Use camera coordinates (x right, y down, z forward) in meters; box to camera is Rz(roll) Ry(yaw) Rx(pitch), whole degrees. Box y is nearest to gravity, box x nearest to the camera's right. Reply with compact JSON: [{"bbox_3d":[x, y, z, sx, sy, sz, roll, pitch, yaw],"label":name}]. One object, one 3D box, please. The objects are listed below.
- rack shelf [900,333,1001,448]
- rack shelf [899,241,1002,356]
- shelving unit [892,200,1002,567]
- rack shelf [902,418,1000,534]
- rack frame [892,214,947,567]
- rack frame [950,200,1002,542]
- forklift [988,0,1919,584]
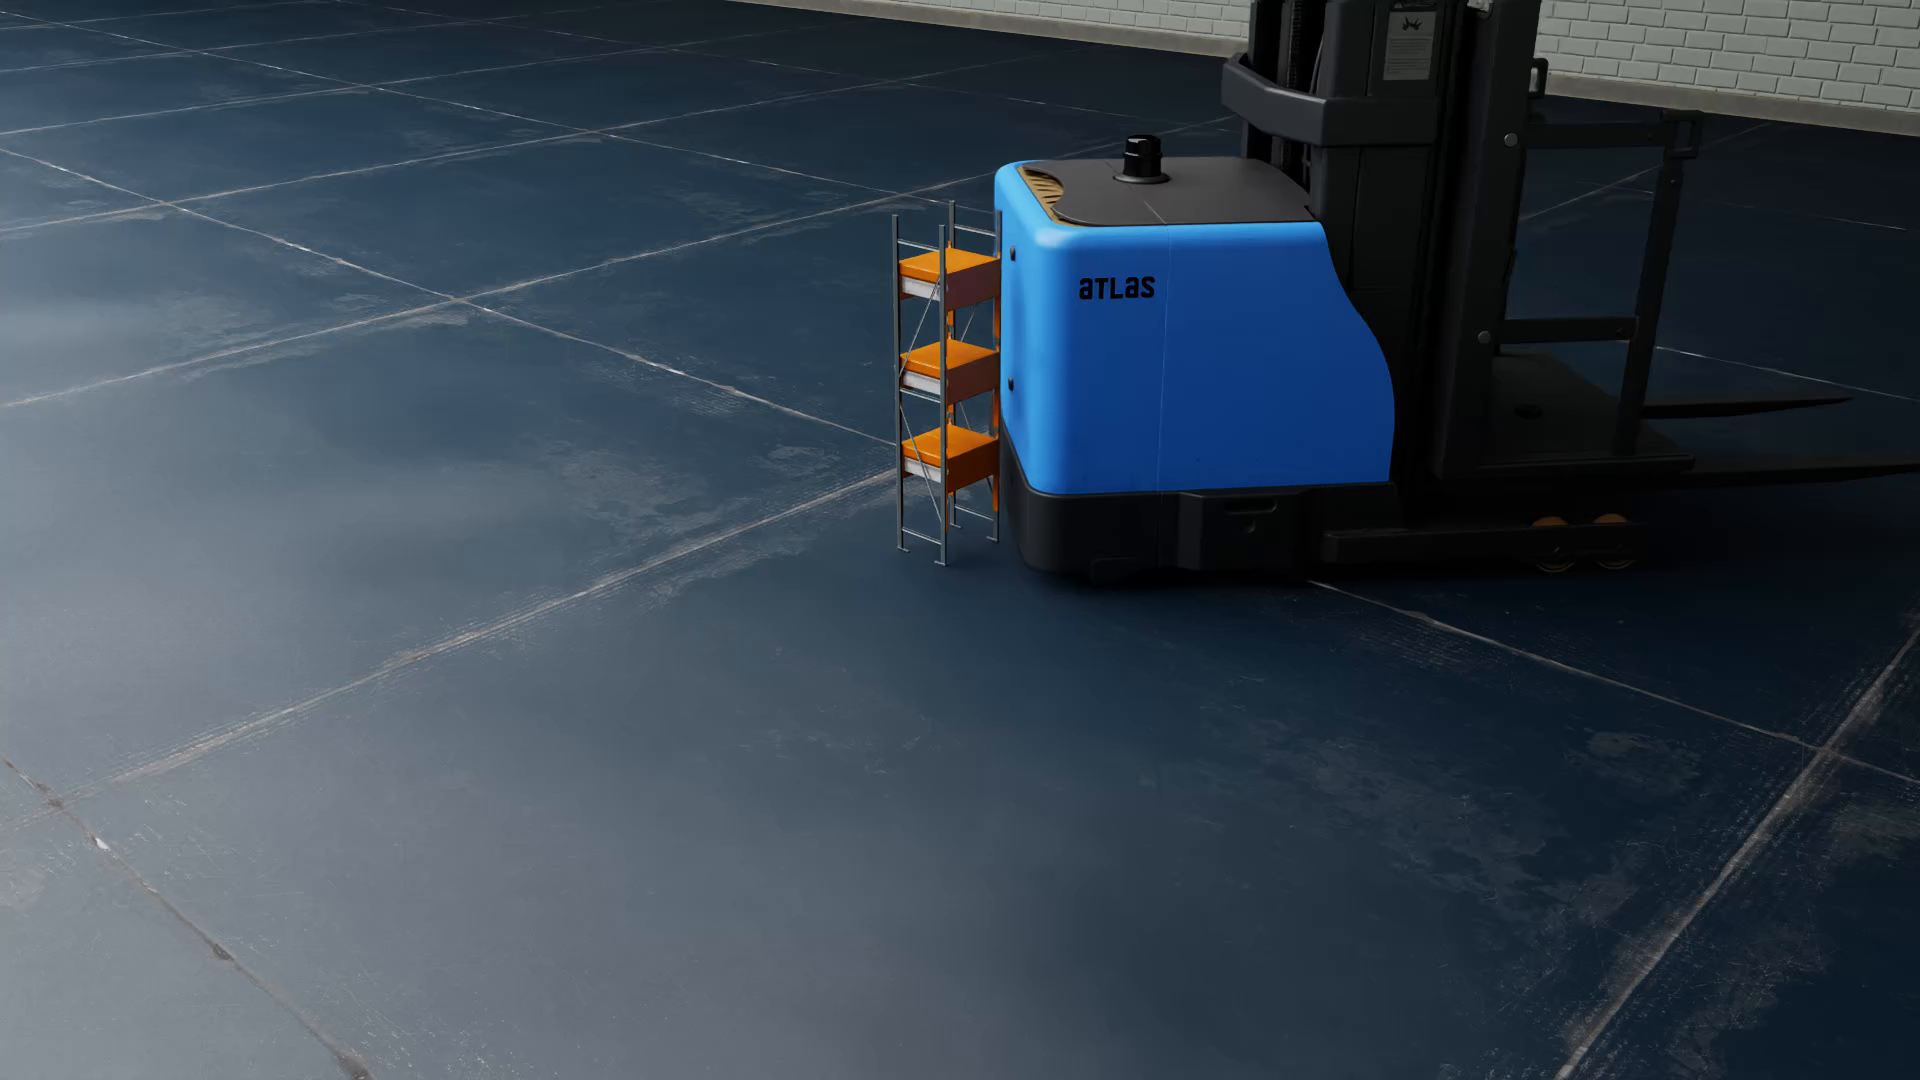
[{"bbox_3d":[-0.036,-0.453,5.003,0.215,0.259,0.240,20,31,38],"label":"rack shelf"},{"bbox_3d":[-0.036,-0.712,4.887,0.215,0.259,0.240,20,31,38],"label":"rack shelf"},{"bbox_3d":[-0.036,-0.463,4.999,0.215,1.050,0.252,20,31,38],"label":"shelving unit"},{"bbox_3d":[-0.036,-0.199,5.117,0.215,0.259,0.240,20,31,38],"label":"rack shelf"},{"bbox_3d":[-0.117,-0.426,4.916,0.200,1.050,0.008,20,31,38],"label":"rack frame"},{"bbox_3d":[0.046,-0.500,5.082,0.200,1.050,0.008,20,31,38],"label":"rack frame"},{"bbox_3d":[1.650,-1.452,4.906,3.031,2.935,1.130,-3,24,-6],"label":"forklift"}]
